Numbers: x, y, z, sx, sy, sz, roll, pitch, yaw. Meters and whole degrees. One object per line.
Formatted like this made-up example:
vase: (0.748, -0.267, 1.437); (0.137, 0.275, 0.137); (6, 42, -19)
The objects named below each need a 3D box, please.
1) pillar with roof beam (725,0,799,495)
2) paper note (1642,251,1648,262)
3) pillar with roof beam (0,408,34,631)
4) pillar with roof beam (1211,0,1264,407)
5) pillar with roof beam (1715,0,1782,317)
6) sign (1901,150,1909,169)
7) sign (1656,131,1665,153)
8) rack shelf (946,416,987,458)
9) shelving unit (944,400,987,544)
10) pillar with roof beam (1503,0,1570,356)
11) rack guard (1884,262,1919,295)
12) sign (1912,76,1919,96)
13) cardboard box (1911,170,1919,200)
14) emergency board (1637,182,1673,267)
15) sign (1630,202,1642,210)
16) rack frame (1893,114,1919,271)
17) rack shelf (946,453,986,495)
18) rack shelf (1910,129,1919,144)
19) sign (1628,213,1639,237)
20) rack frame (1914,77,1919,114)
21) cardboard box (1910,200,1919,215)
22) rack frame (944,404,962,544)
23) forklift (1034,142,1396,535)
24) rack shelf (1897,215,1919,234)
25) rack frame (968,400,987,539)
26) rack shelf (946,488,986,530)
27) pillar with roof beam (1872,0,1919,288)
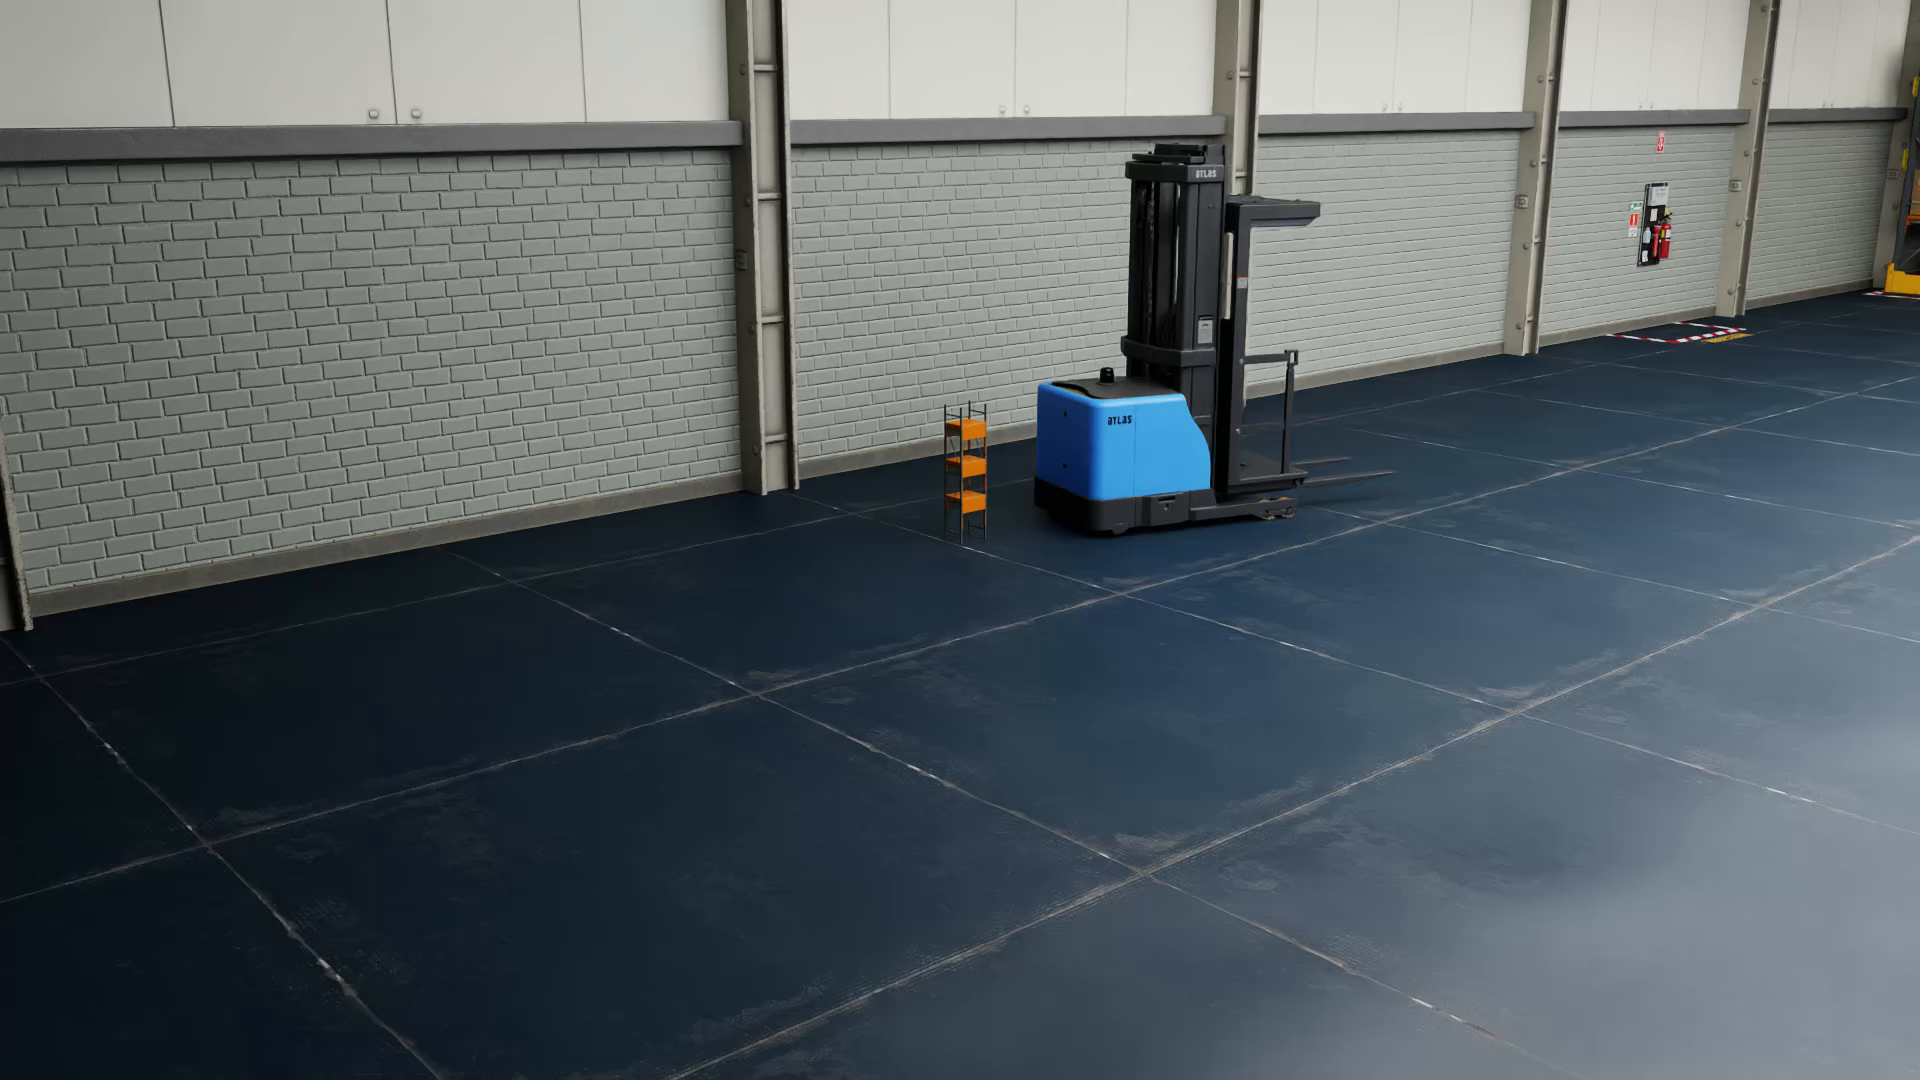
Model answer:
pillar with roof beam: (1.186, -3.953, 10.113); (0.400, 9.000, 9.100); (-13, 19, -39)
paper note: (9.871, -4.089, 23.953); (0.142, 0.148, 0.016); (-13, 19, -39)
pillar with roof beam: (-3.340, -2.937, 6.308); (0.400, 9.000, 9.100); (-13, 19, -39)
pillar with roof beam: (5.712, -4.970, 13.918); (0.400, 9.000, 9.100); (-13, 19, -39)
pillar with roof beam: (14.765, -7.003, 21.529); (0.400, 9.000, 9.100); (-13, 19, -39)
sign: (16.156, -6.495, 28.398); (0.005, 0.325, 0.100); (-13, 19, -39)
sign: (9.978, -5.669, 23.669); (0.199, 0.298, 0.001); (-13, 19, -39)
rack shelf: (0.040, -0.780, 12.578); (0.240, 0.259, 0.215); (-13, 19, -39)
shelving unit: (0.040, -0.516, 12.648); (0.252, 1.050, 0.215); (-13, 19, -39)
pillar with roof beam: (10.239, -5.986, 17.723); (0.400, 9.000, 9.100); (-13, 19, -39)
rack guard: (16.562, -4.477, 28.542); (0.348, 0.500, 1.175); (-13, 19, -39)
sign: (16.156, -7.660, 28.087); (0.005, 0.325, 0.100); (-13, 19, -39)
cardboard box: (16.721, -6.093, 28.545); (0.500, 0.500, 0.500); (-13, 20, -40)
emergency board: (10.050, -4.531, 23.901); (0.643, 1.169, 0.194); (-13, 19, -39)
sign: (9.574, -4.730, 23.549); (0.331, 0.109, 0.001); (-13, 19, -39)
rack frame: (16.505, -5.672, 28.171); (0.127, 3.000, 1.000); (-13, 19, -39)
rack shelf: (0.040, -0.506, 12.651); (0.240, 0.259, 0.215); (-13, 19, -39)
rack shelf: (18.014, -7.112, 29.145); (4.000, 0.370, 1.077); (-13, 19, -39)
sign: (9.565, -4.475, 23.621); (0.234, 0.329, 0.001); (-13, 19, -39)
rack frame: (16.505, -8.570, 27.397); (0.127, 3.000, 1.000); (-13, 19, -39)
cardboard box: (16.730, -5.726, 28.626); (0.500, 0.250, 0.500); (-12, 19, -39)
rack frame: (-0.052, -0.496, 12.571); (0.008, 1.050, 0.200); (-13, 19, -39)
forklift: (2.167, -1.691, 13.401); (3.031, 2.935, 1.130); (-7, 16, -24)
rack shelf: (18.014, -5.663, 29.533); (4.000, 0.370, 1.077); (-13, 19, -39)
rack frame: (0.132, -0.537, 12.726); (0.008, 1.050, 0.200); (-13, 19, -39)
rack shelf: (0.040, -0.238, 12.723); (0.240, 0.259, 0.215); (-13, 19, -39)
pillar with roof beam: (19.291, -8.019, 25.334); (0.400, 9.000, 9.100); (-13, 19, -39)
